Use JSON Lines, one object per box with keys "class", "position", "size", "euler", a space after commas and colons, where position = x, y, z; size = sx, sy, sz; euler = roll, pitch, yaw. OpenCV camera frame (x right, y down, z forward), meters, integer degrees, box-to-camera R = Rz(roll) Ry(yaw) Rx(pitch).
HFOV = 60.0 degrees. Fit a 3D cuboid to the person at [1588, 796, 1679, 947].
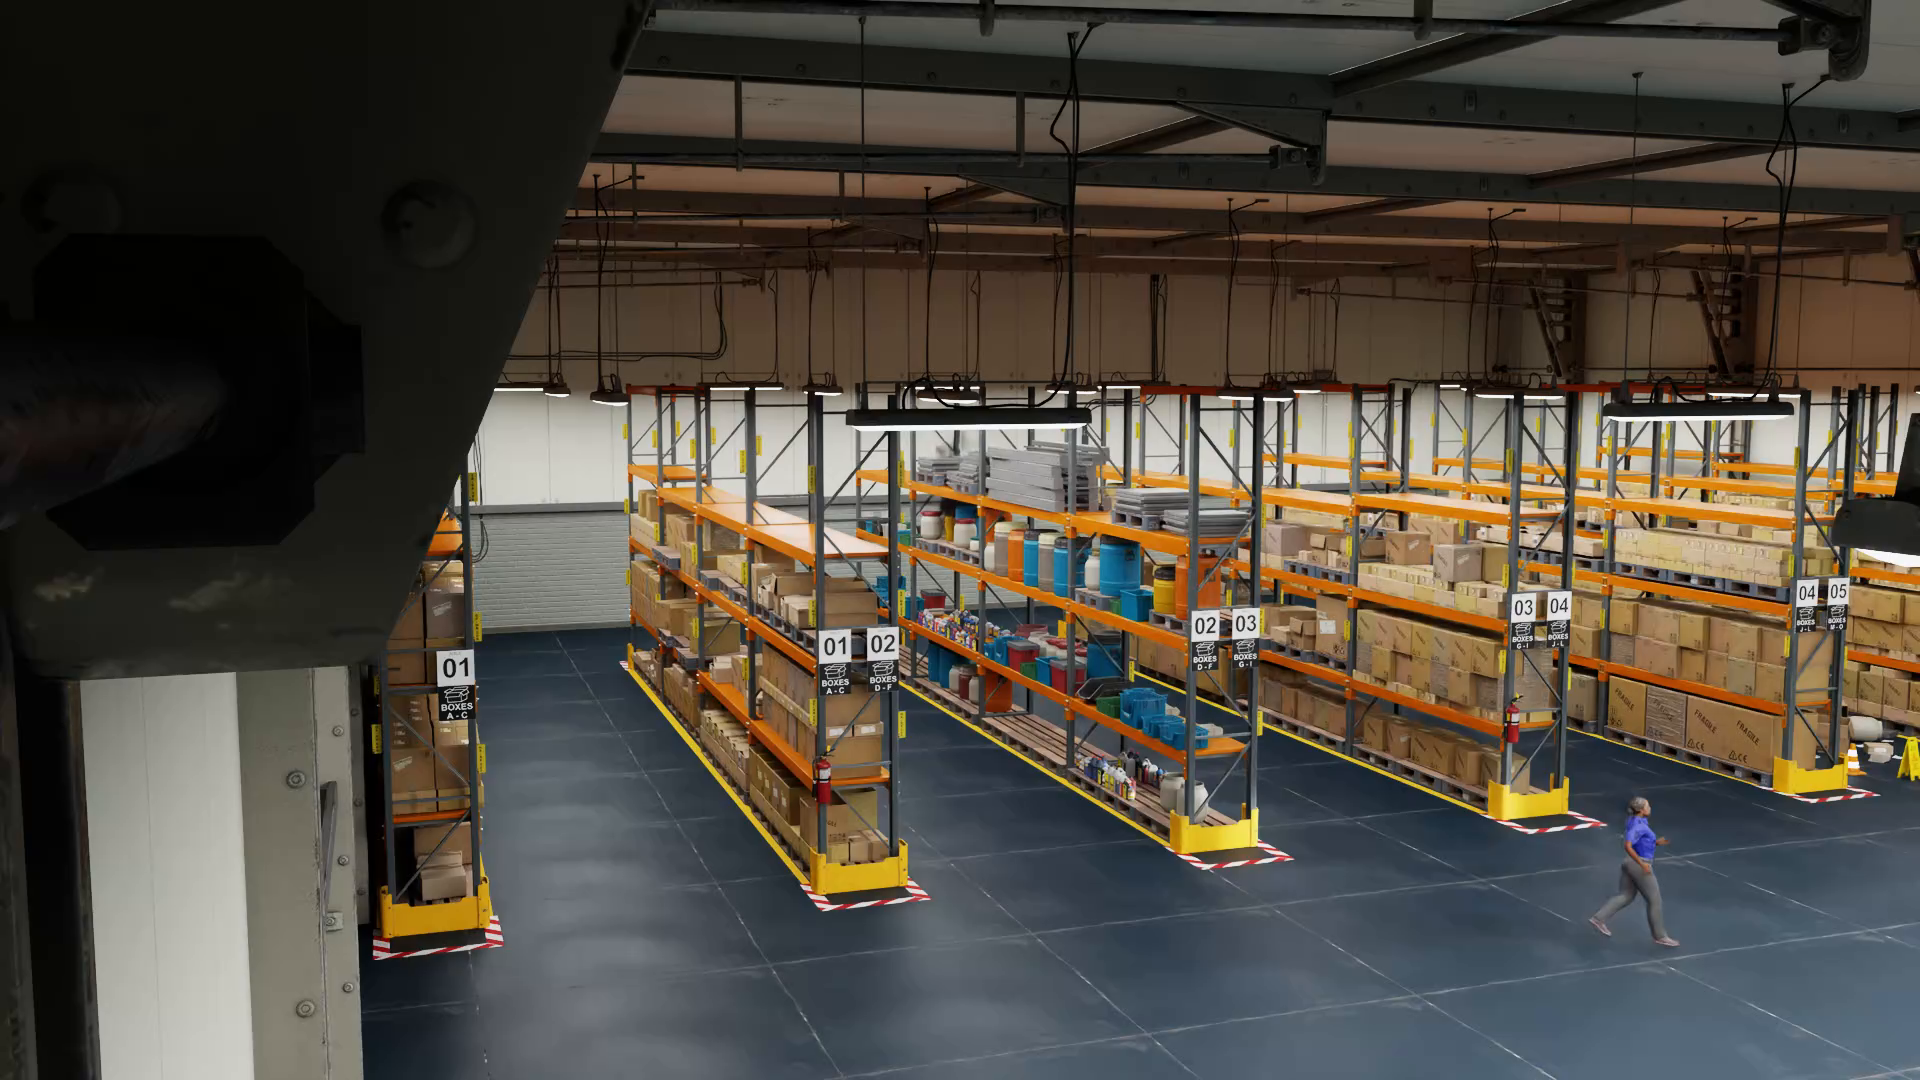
{"class": "person", "position": [7.405, 3.611, 18.187], "size": [0.941, 1.644, 0.574], "euler": [0, 6, 2]}
